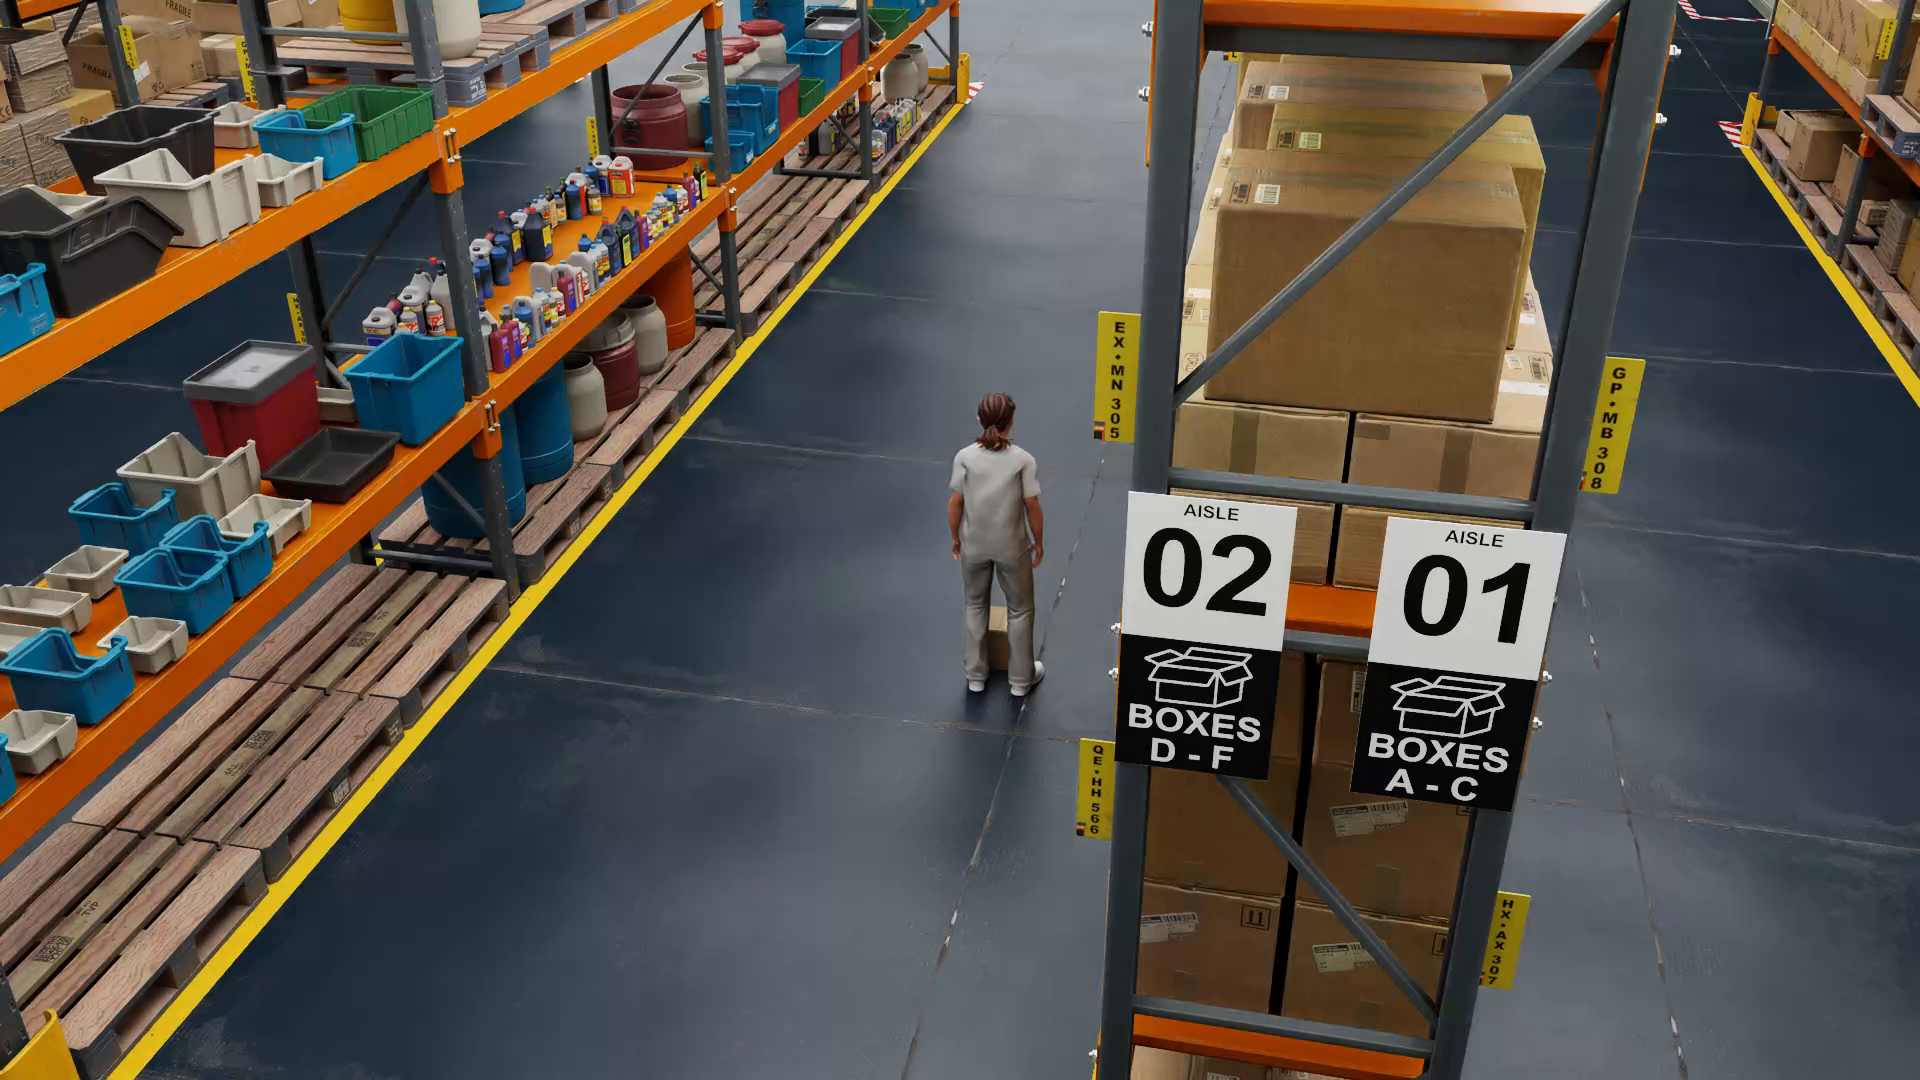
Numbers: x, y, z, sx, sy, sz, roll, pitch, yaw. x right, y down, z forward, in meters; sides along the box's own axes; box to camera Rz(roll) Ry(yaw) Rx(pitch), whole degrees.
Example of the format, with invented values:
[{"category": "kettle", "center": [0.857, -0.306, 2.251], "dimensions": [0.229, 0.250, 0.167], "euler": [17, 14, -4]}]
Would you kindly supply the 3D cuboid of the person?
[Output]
[{"category": "person", "center": [0.190, 0.033, 8.555], "dimensions": [0.495, 1.673, 0.354], "euler": [6, 29, 10]}]
